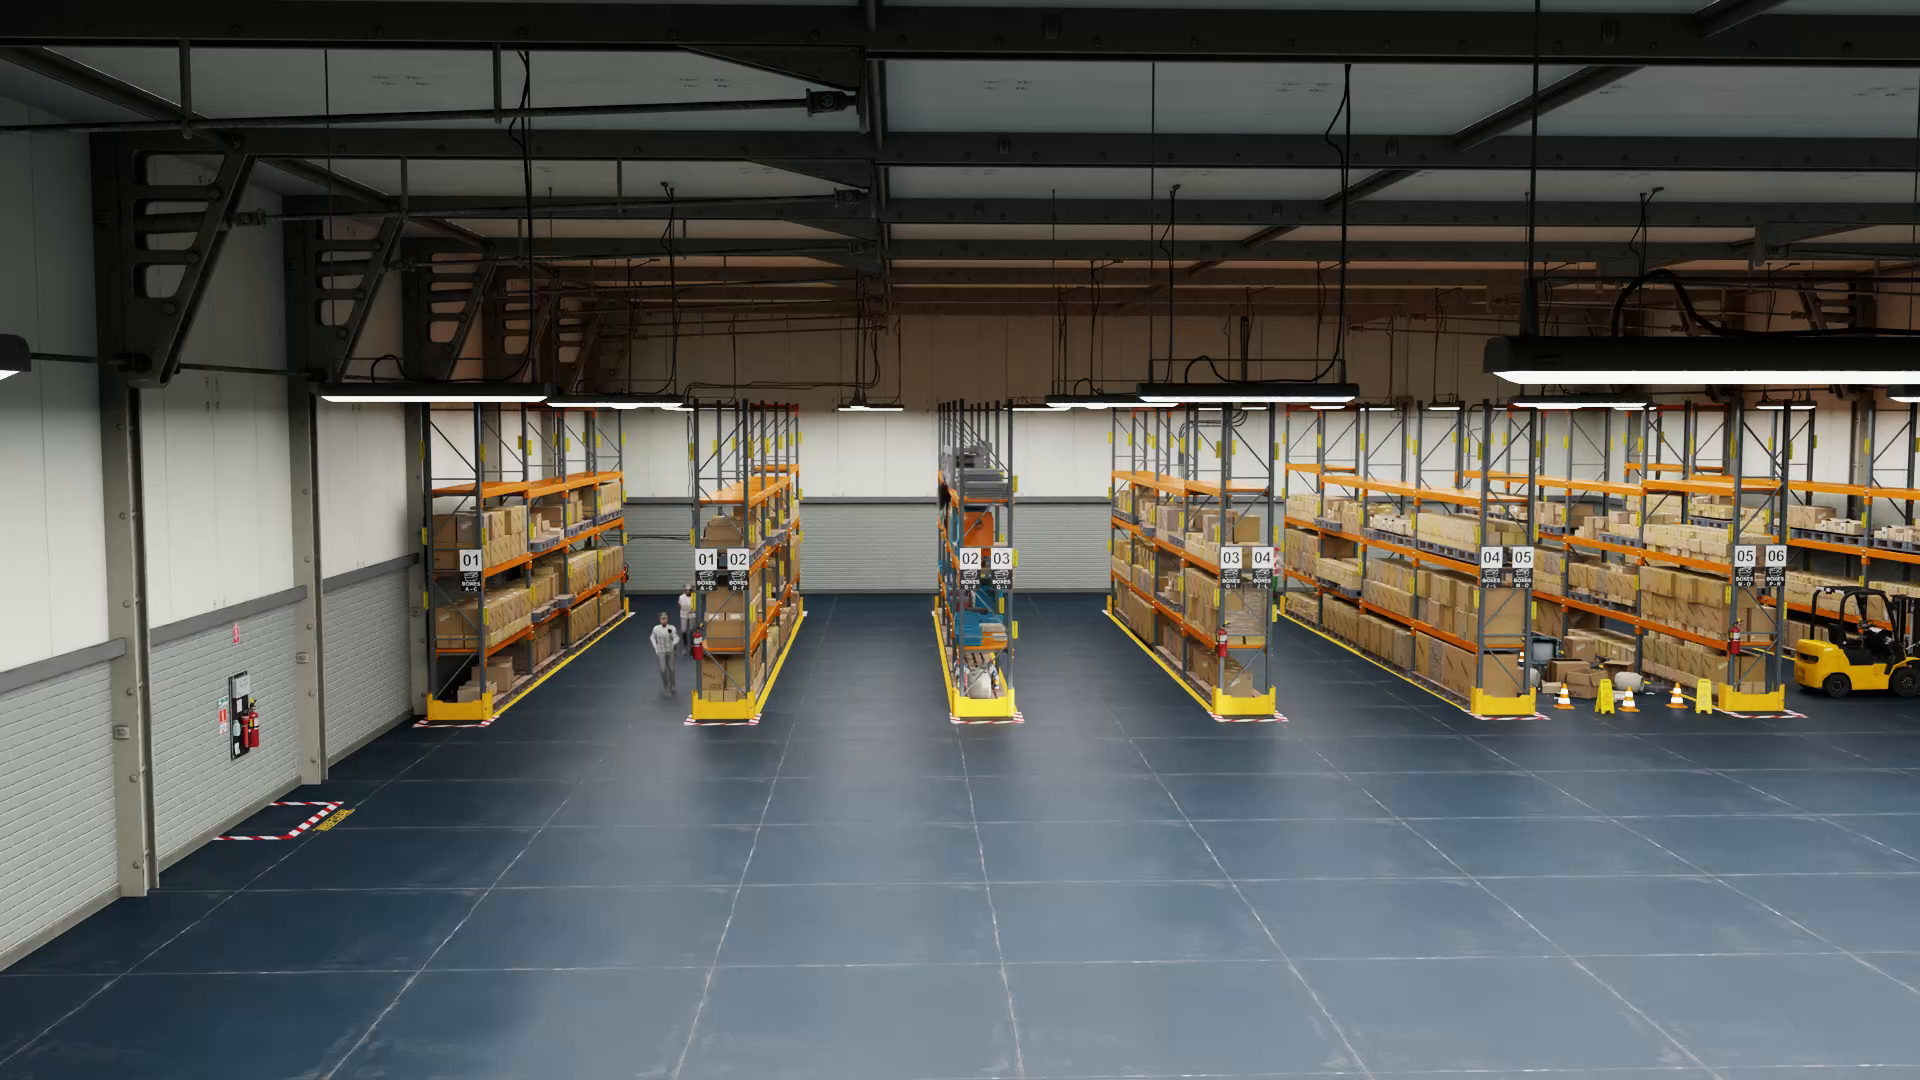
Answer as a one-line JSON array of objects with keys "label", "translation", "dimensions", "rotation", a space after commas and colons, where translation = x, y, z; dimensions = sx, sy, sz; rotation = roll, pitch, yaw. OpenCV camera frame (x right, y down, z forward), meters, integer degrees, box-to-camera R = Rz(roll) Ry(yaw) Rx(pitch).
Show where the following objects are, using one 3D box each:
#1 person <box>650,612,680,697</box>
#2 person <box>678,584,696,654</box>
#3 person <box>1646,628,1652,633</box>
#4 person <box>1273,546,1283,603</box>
[{"label": "person", "translation": [-5.986, 2.319, 33.794], "dimensions": [0.588, 1.742, 0.729], "rotation": [-1, 4, -12]}, {"label": "person", "translation": [-6.493, 1.882, 39.755], "dimensions": [0.494, 1.708, 0.789], "rotation": [0, 4, -5]}, {"label": "person", "translation": [17.076, 1.849, 40.755], "dimensions": [0.682, 1.580, 0.952], "rotation": [-2, 5, -25]}, {"label": "person", "translation": [9.354, 1.062, 49.761], "dimensions": [0.677, 1.774, 0.629], "rotation": [3, 5, 36]}]
